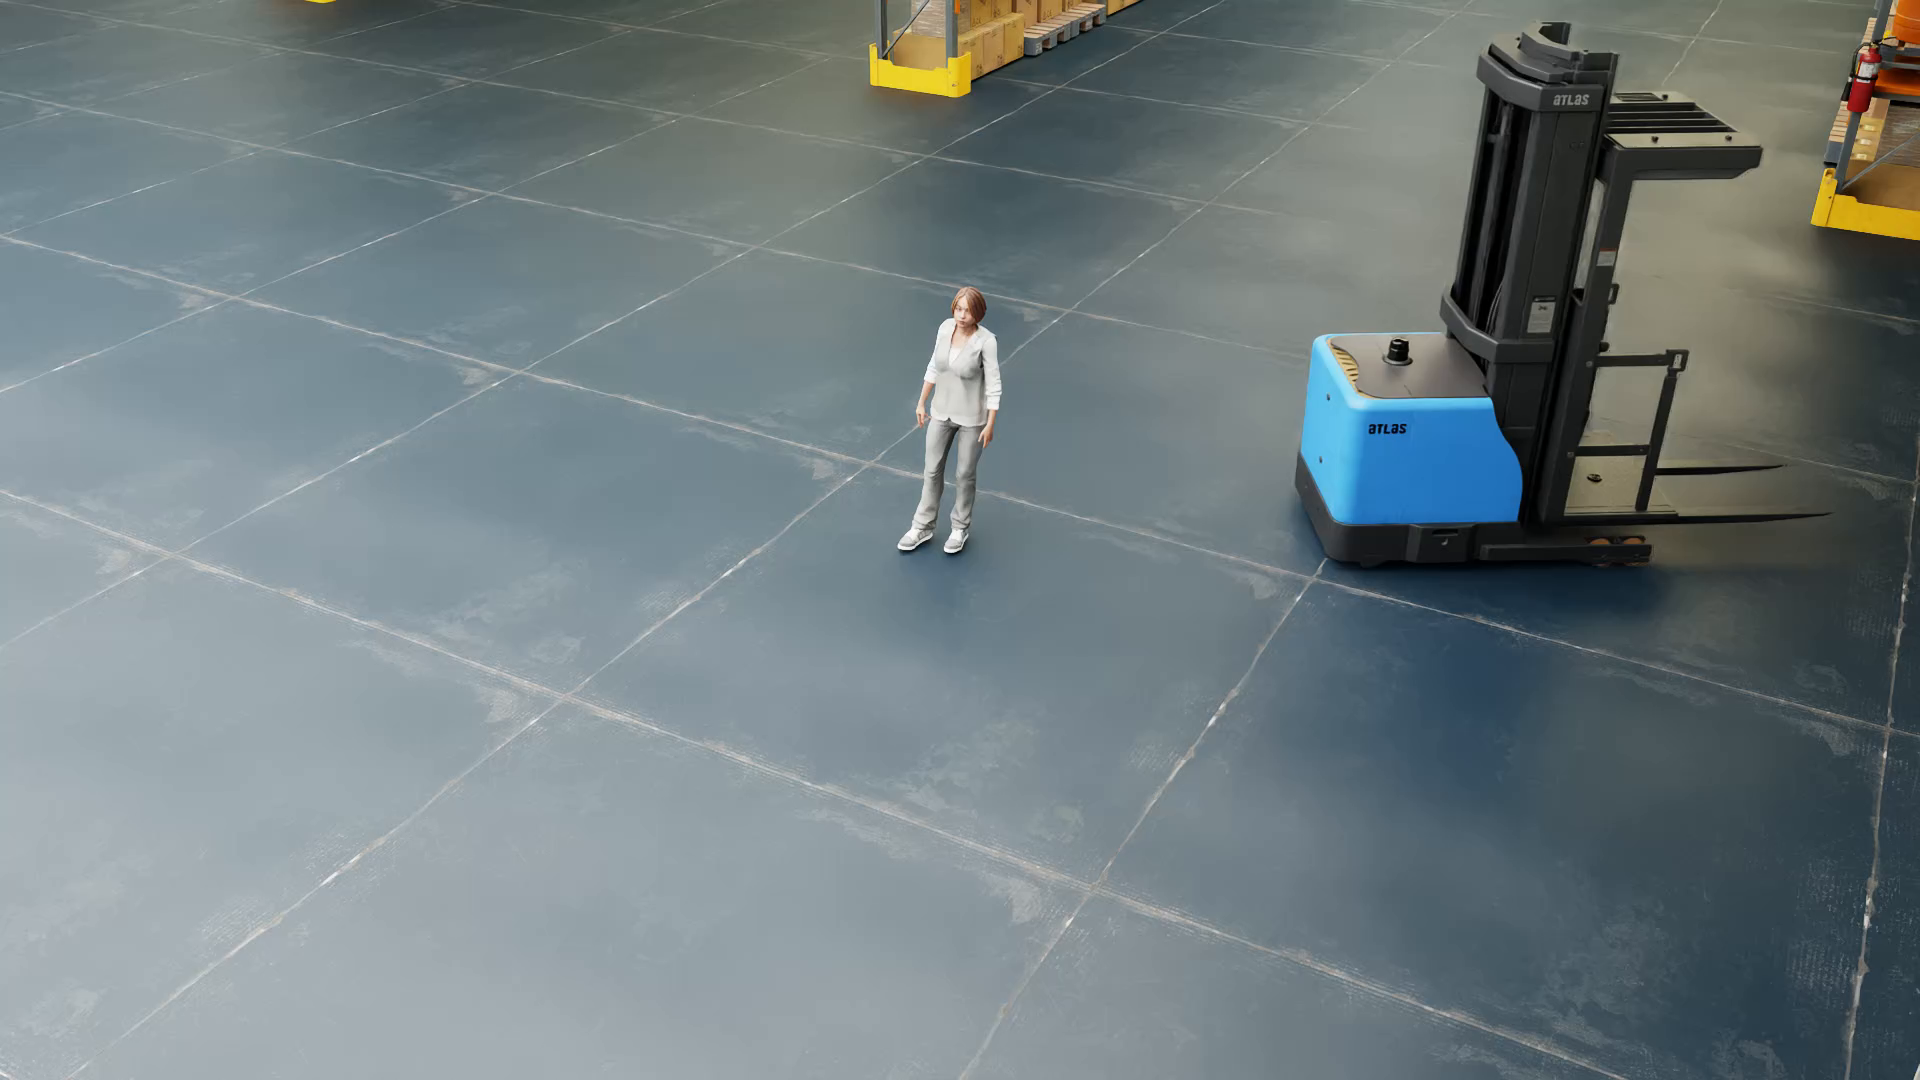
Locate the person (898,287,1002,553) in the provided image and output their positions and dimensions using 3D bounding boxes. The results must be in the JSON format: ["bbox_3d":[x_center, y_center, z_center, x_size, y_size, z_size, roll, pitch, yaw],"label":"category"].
[{"bbox_3d":[-0.048,-0.669,9.550,0.521,1.596,0.475,15,33,25],"label":"person"}]

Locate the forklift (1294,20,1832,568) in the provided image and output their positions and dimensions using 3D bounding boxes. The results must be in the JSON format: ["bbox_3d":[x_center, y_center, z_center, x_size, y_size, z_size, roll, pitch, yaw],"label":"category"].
[{"bbox_3d":[3.636,-1.373,9.449,3.031,2.935,1.130,-1,30,-2],"label":"forklift"}]
